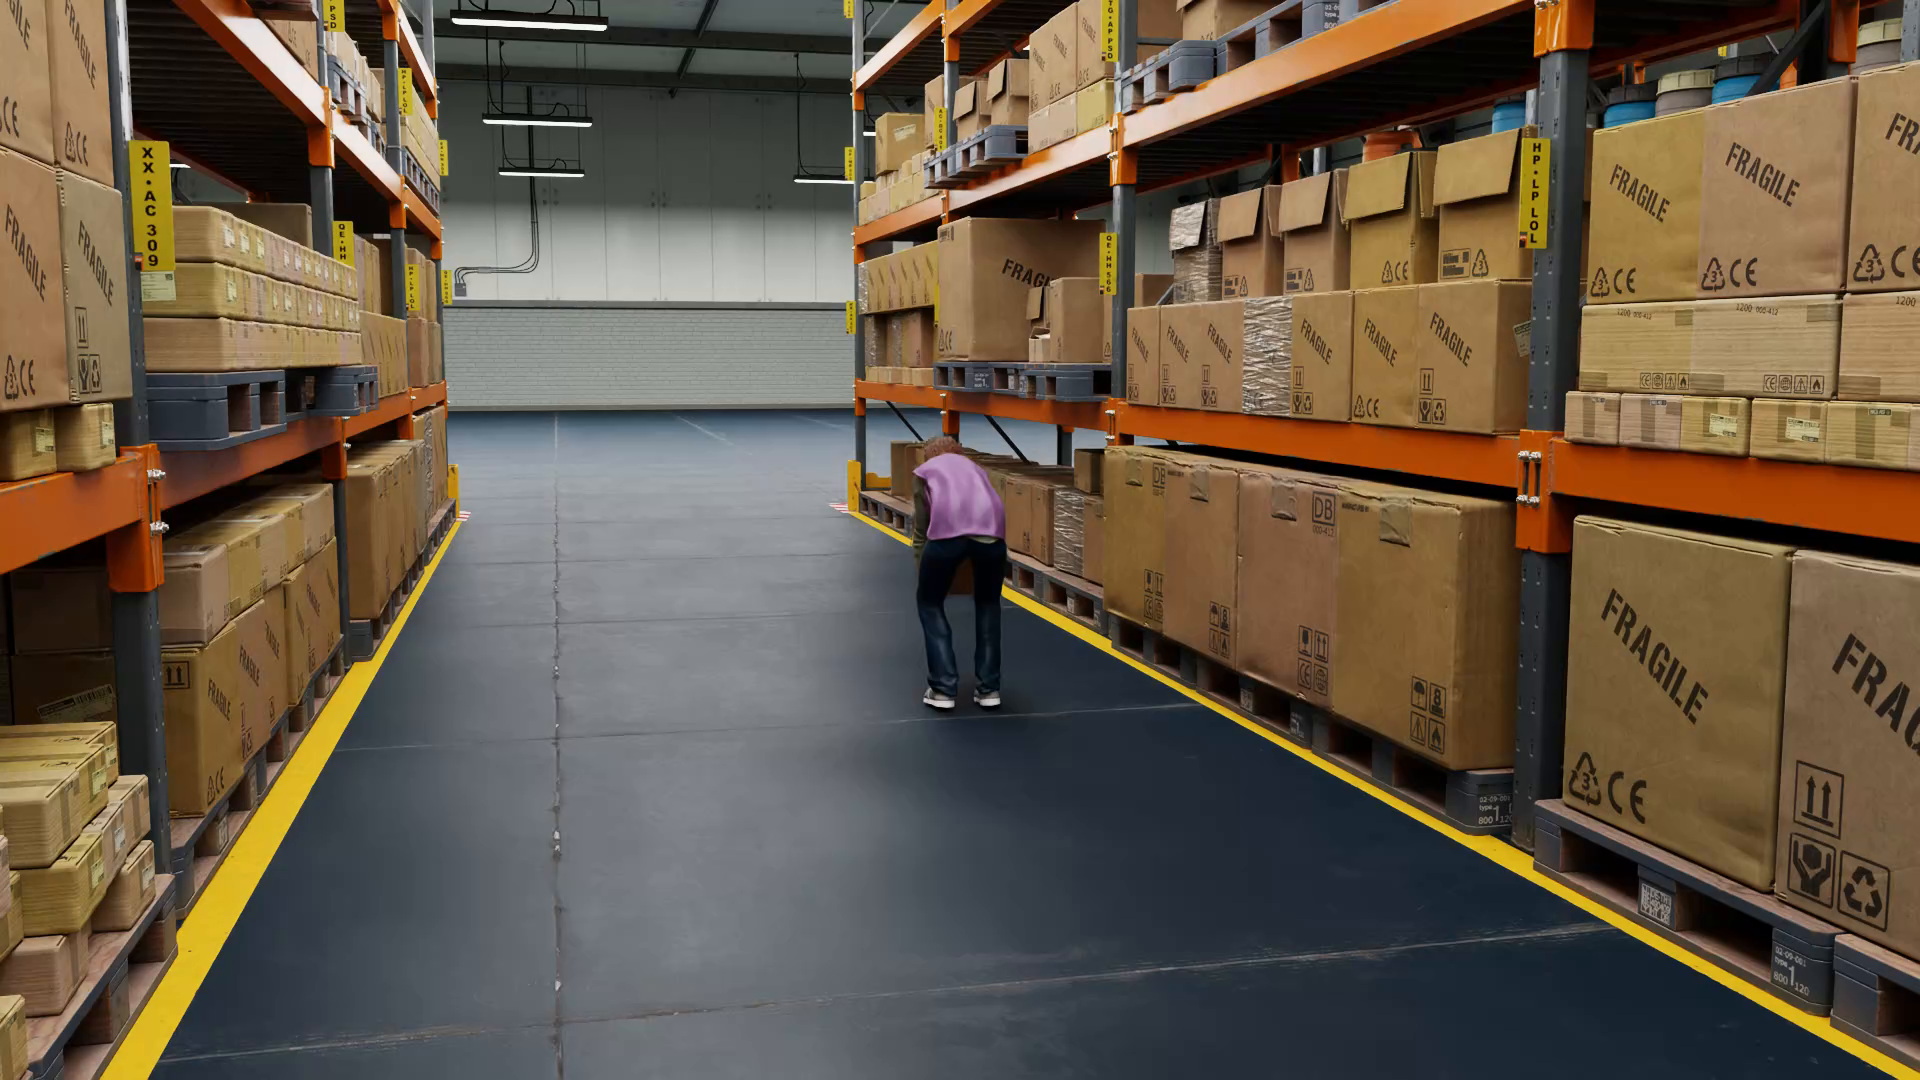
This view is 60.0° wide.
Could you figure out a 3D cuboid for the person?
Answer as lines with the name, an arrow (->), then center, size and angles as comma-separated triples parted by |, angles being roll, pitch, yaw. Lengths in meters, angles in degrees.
person -> -0.019, 0.138, 7.550 | 0.413, 1.177, 0.826 | -2, 7, -14
